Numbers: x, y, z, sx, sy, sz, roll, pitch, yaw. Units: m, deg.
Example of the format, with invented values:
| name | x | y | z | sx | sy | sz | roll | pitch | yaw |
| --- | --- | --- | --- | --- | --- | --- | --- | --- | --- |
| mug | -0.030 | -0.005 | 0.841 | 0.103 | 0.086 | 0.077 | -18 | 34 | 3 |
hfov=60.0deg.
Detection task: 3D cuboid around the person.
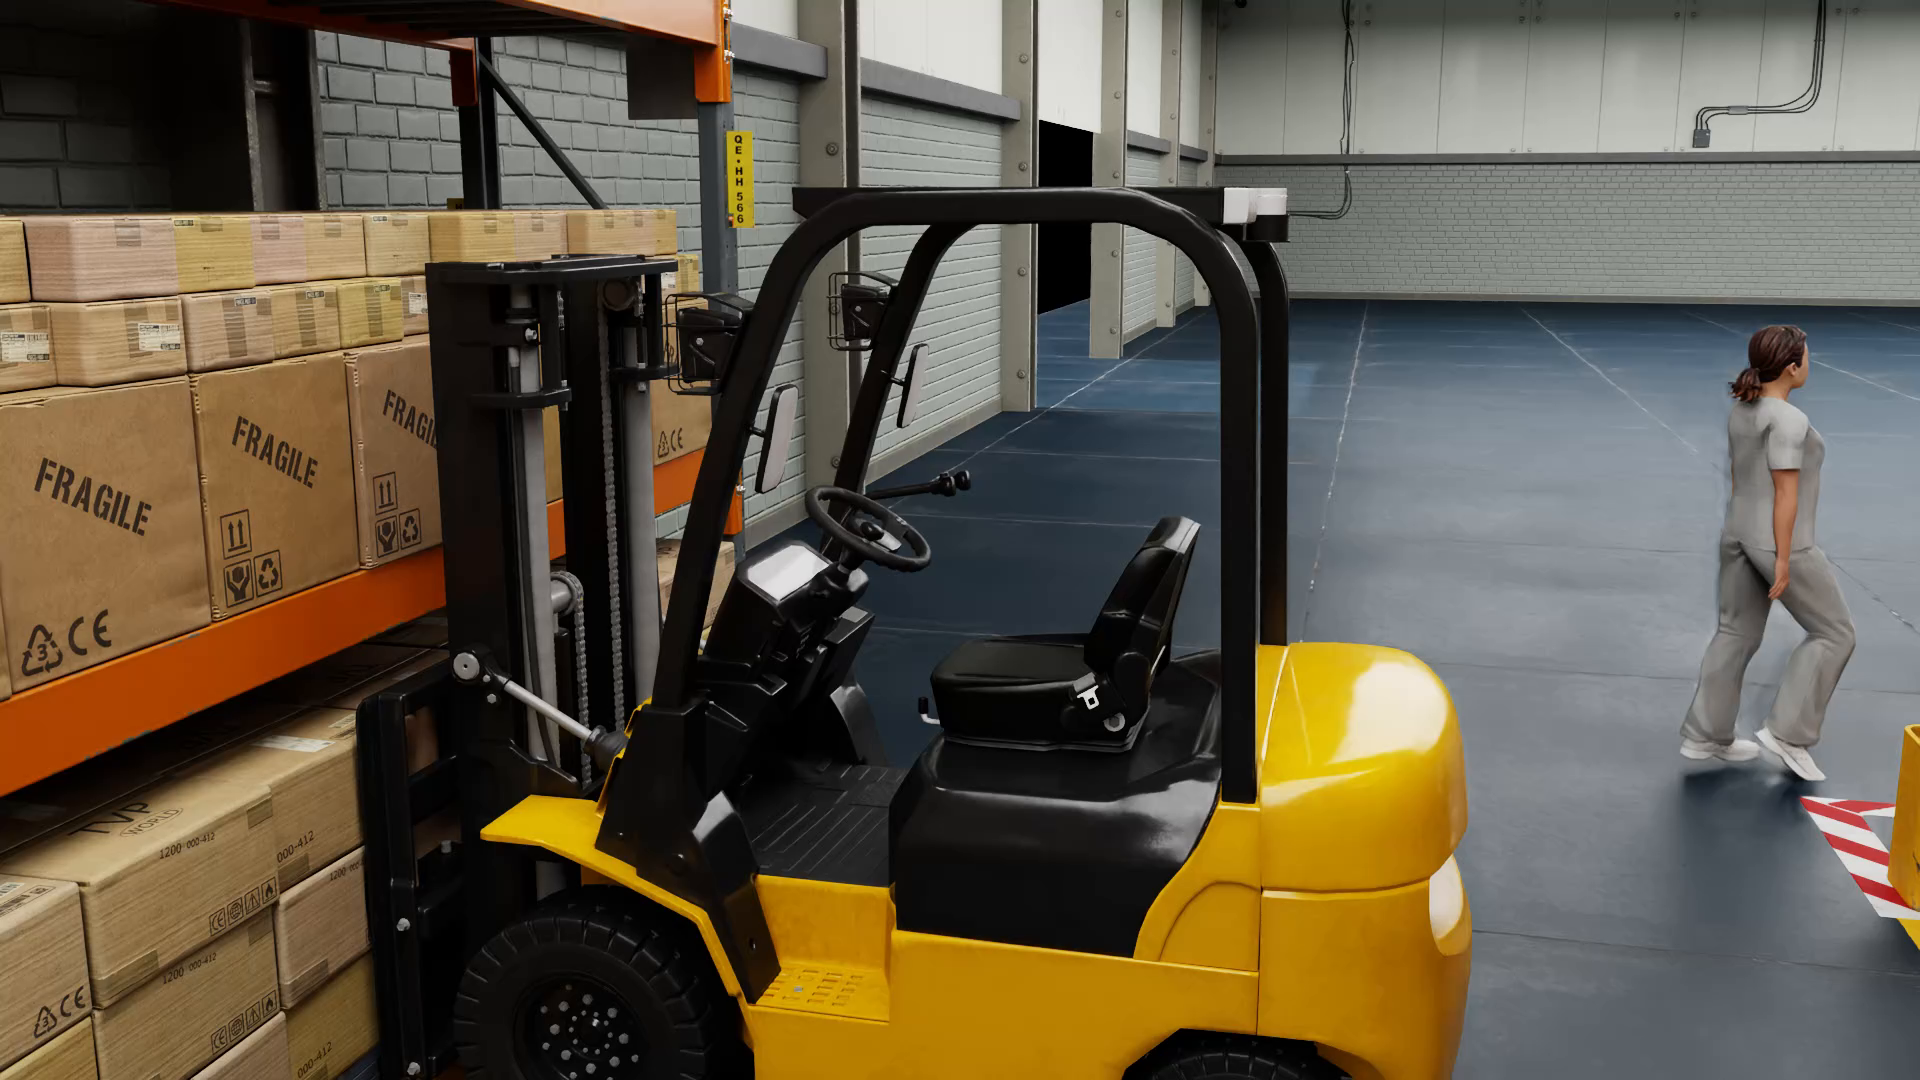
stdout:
| name | x | y | z | sx | sy | sz | roll | pitch | yaw |
| --- | --- | --- | --- | --- | --- | --- | --- | --- | --- |
| person | 3.016 | 0.063 | 6.191 | 0.520 | 1.721 | 0.475 | -1 | 12 | -7 |
